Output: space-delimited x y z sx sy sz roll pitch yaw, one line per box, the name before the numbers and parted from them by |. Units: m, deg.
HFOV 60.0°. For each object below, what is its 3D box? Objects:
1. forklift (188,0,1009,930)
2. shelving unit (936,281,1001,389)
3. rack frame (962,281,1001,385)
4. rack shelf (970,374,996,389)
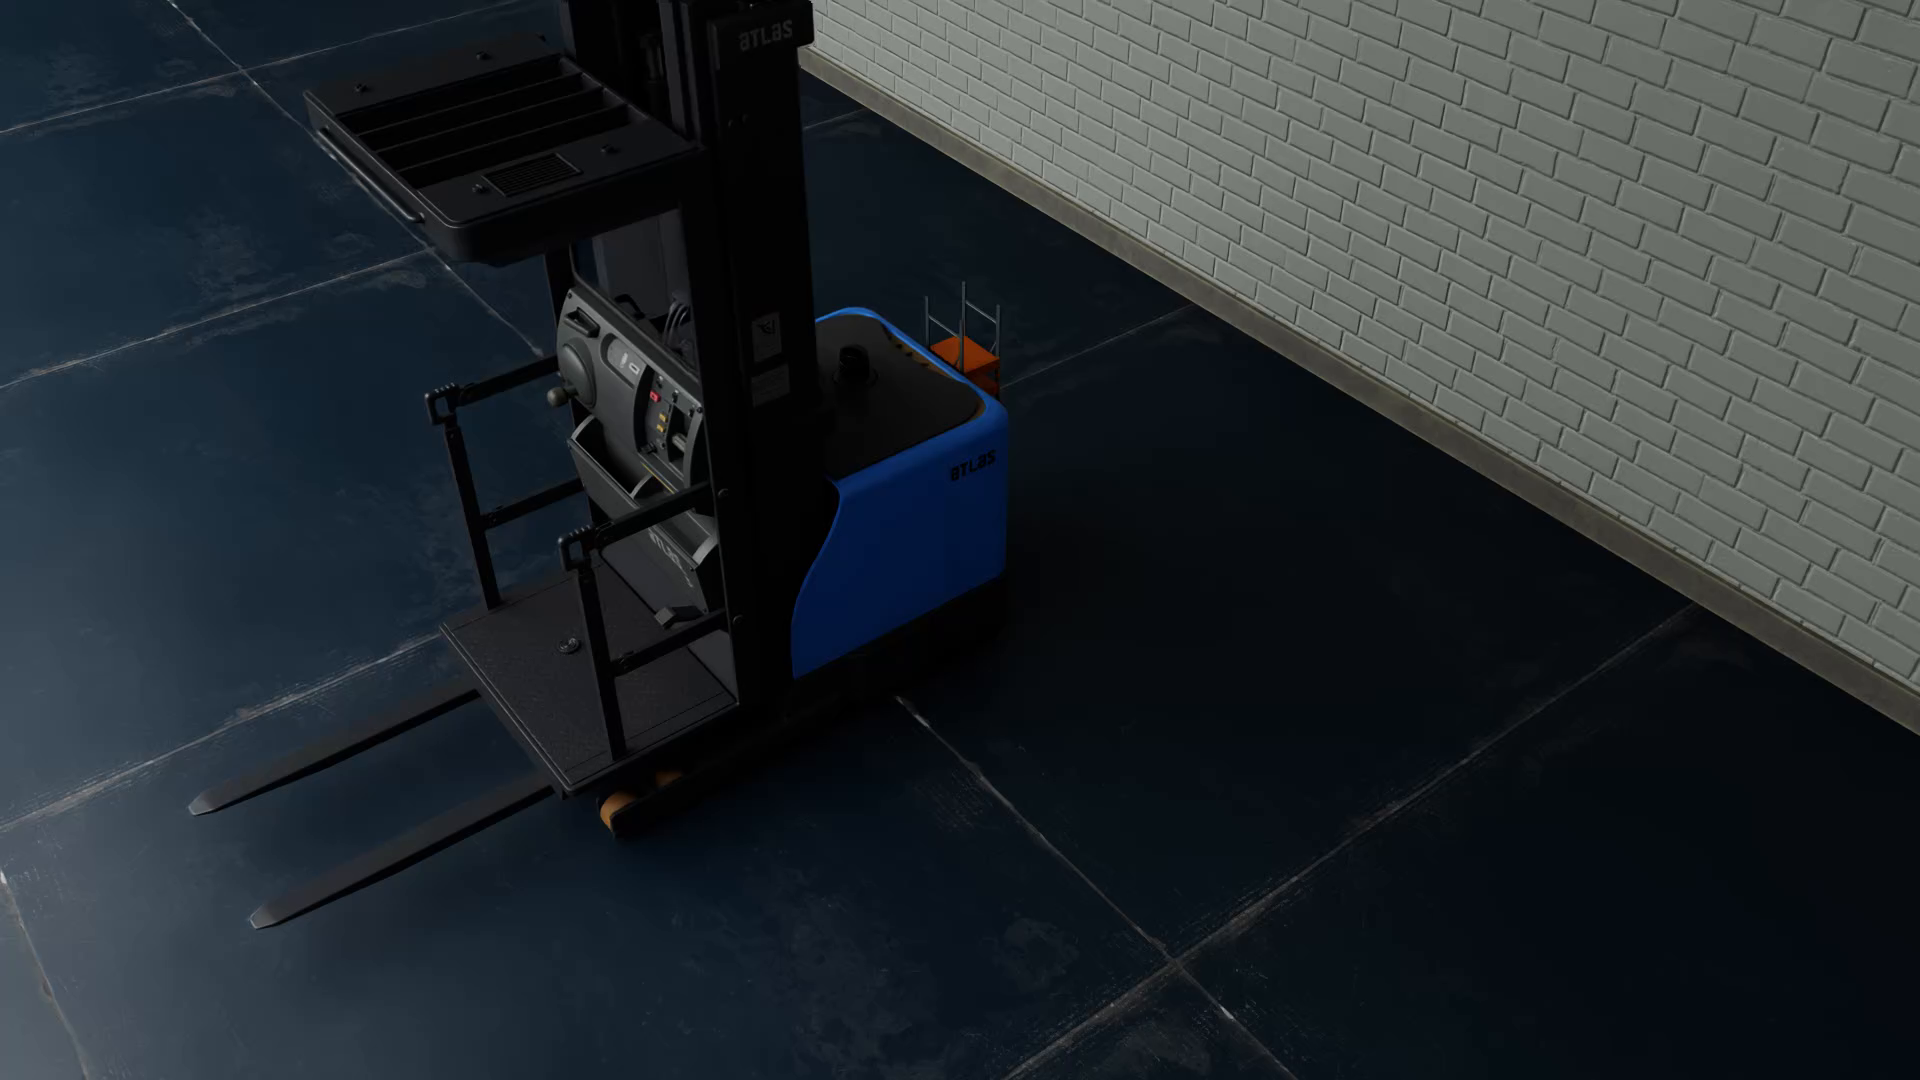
forklift | -1.279 -0.406 5.540 3.031 2.797 1.129 -26 46 -28
shelving unit | 0.013 -0.470 6.877 0.184 1.200 0.258 -26 46 -28
rack frame | 0.084 -0.505 6.919 0.006 1.200 0.240 -26 46 -28
rack shelf | 0.011 -0.642 6.735 0.171 0.034 0.221 -26 46 -28
